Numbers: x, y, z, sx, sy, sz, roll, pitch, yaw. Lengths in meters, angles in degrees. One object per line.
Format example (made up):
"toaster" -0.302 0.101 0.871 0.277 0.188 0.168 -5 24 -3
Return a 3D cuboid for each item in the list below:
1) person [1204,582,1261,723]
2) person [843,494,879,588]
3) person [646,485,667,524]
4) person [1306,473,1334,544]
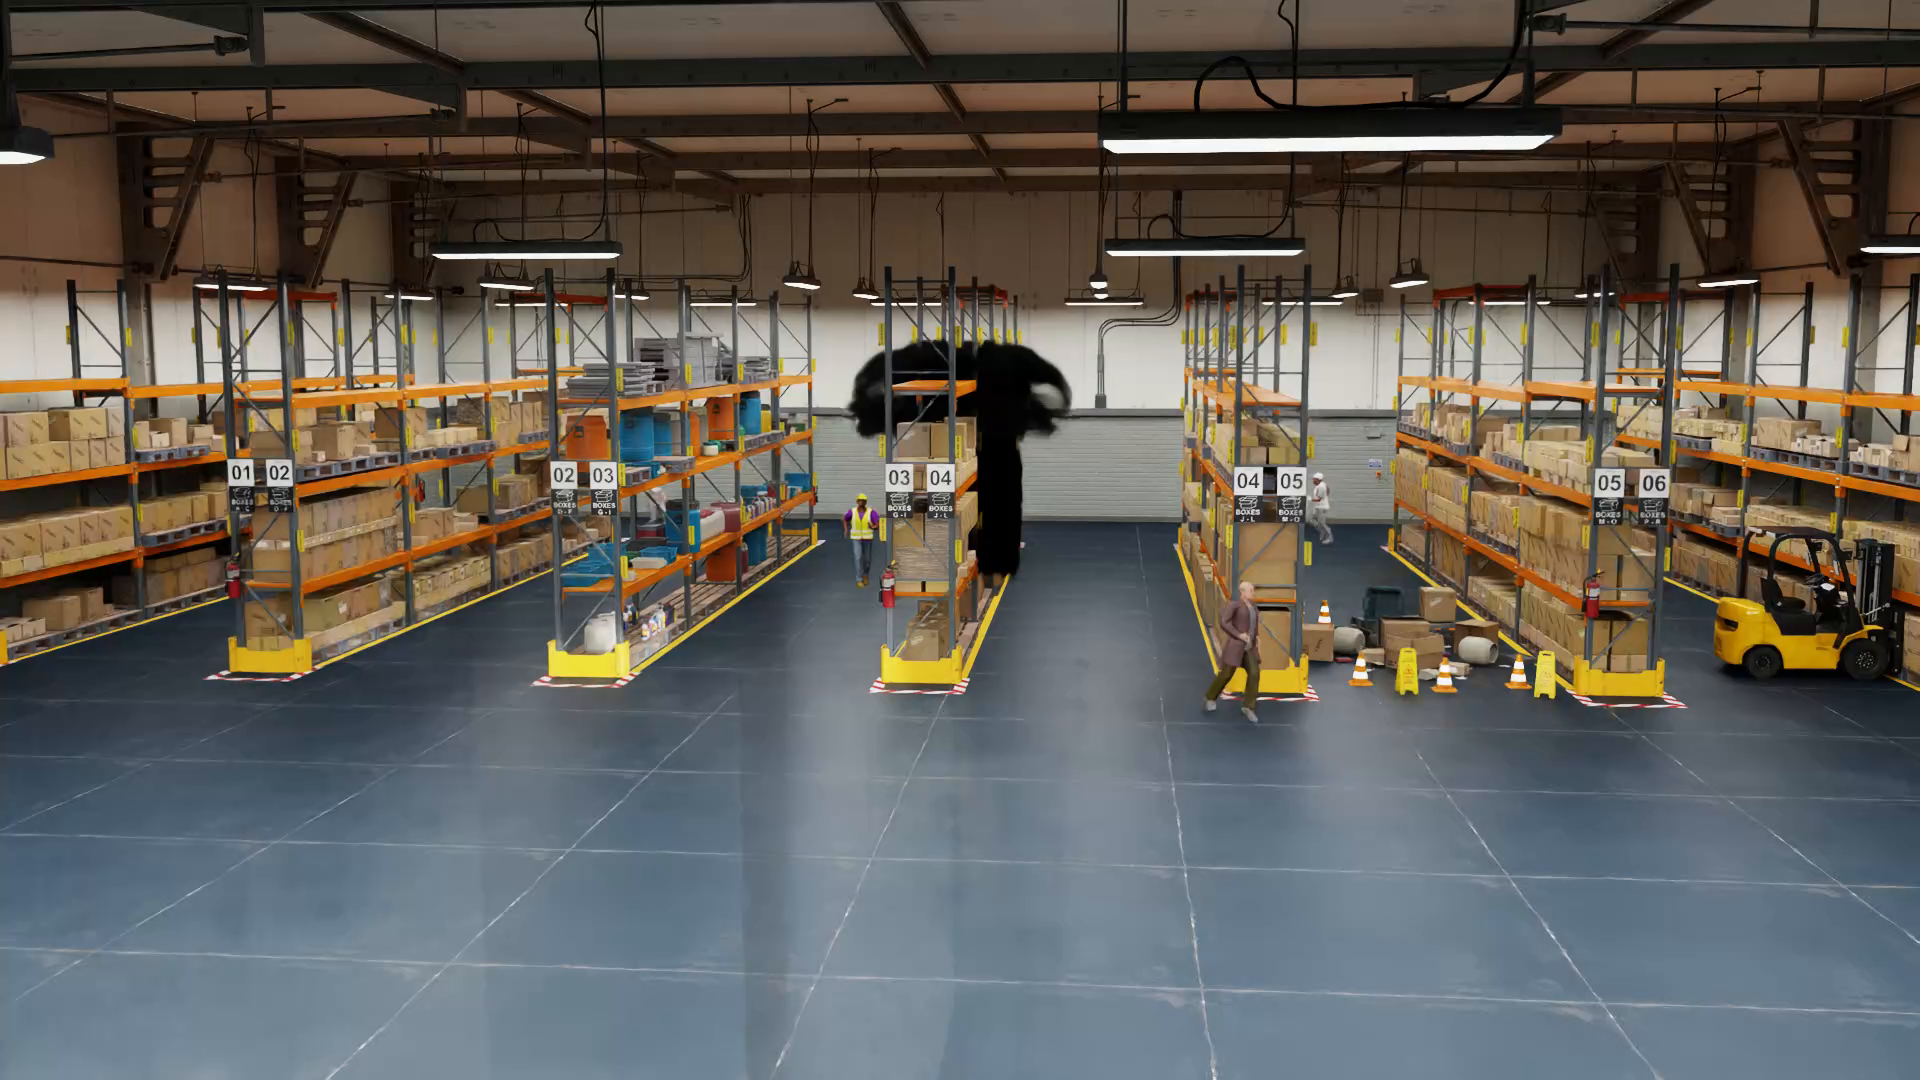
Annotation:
"person" 3.755 1.455 22.091 0.767 1.798 0.937 -4 8 -32
"person" -1.858 0.018 31.495 0.711 1.793 0.901 -1 7 -5
"person" -7.511 -0.826 41.195 0.570 1.678 0.929 -5 8 -34
"person" 8.708 -0.777 40.356 0.759 1.725 0.728 1 7 6
